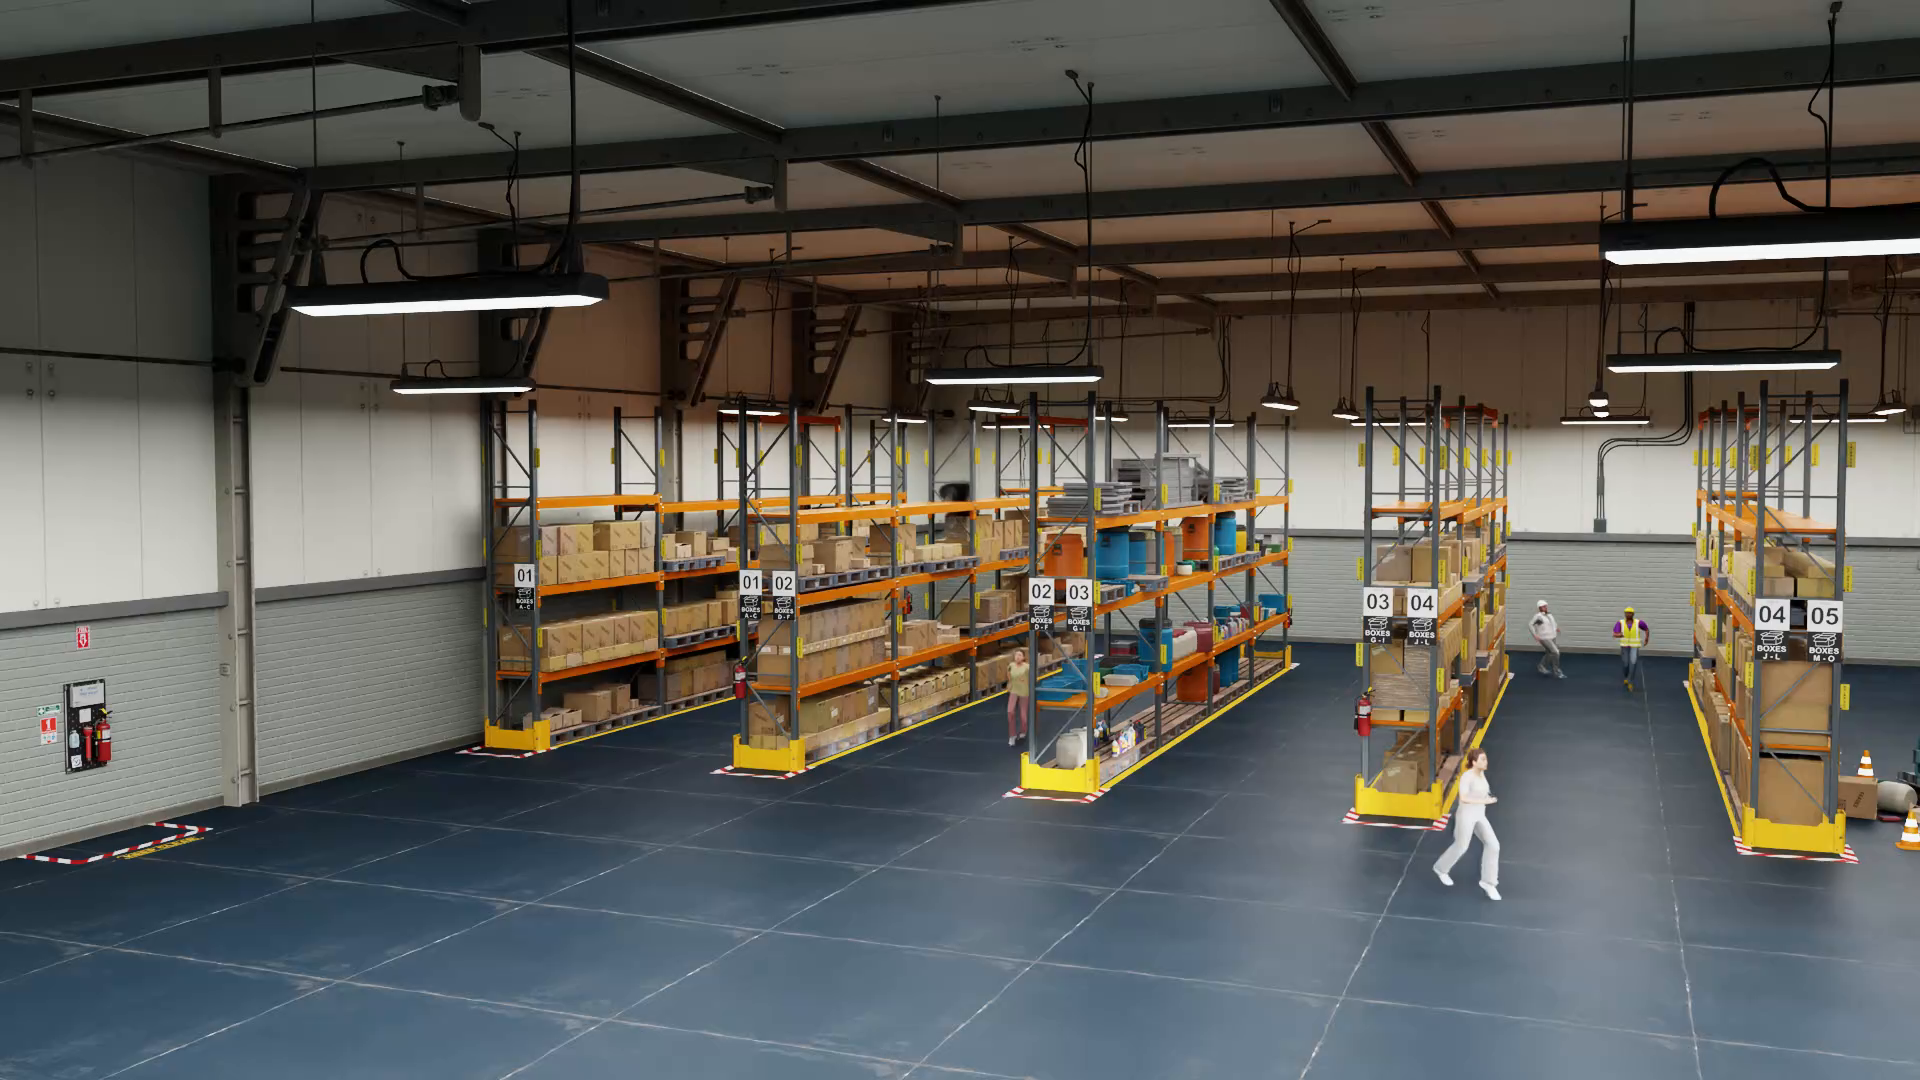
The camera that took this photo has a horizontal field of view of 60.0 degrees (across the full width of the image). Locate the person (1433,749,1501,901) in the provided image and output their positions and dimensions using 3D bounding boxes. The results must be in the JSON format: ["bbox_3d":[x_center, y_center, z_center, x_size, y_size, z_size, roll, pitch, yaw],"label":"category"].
[{"bbox_3d":[5.836,3.229,19.119,0.587,1.707,0.899,-2,4,-40],"label":"person"}]

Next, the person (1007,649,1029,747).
[{"bbox_3d":[1.078,2.741,29.153,0.556,1.708,0.793,1,3,12],"label":"person"}]

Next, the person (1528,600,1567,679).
[{"bbox_3d":[13.462,2.263,37.971,0.690,1.769,0.808,-2,4,-39],"label":"person"}]

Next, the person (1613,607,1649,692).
[{"bbox_3d":[14.537,2.343,36.077,0.704,1.779,0.900,2,3,30],"label":"person"}]
